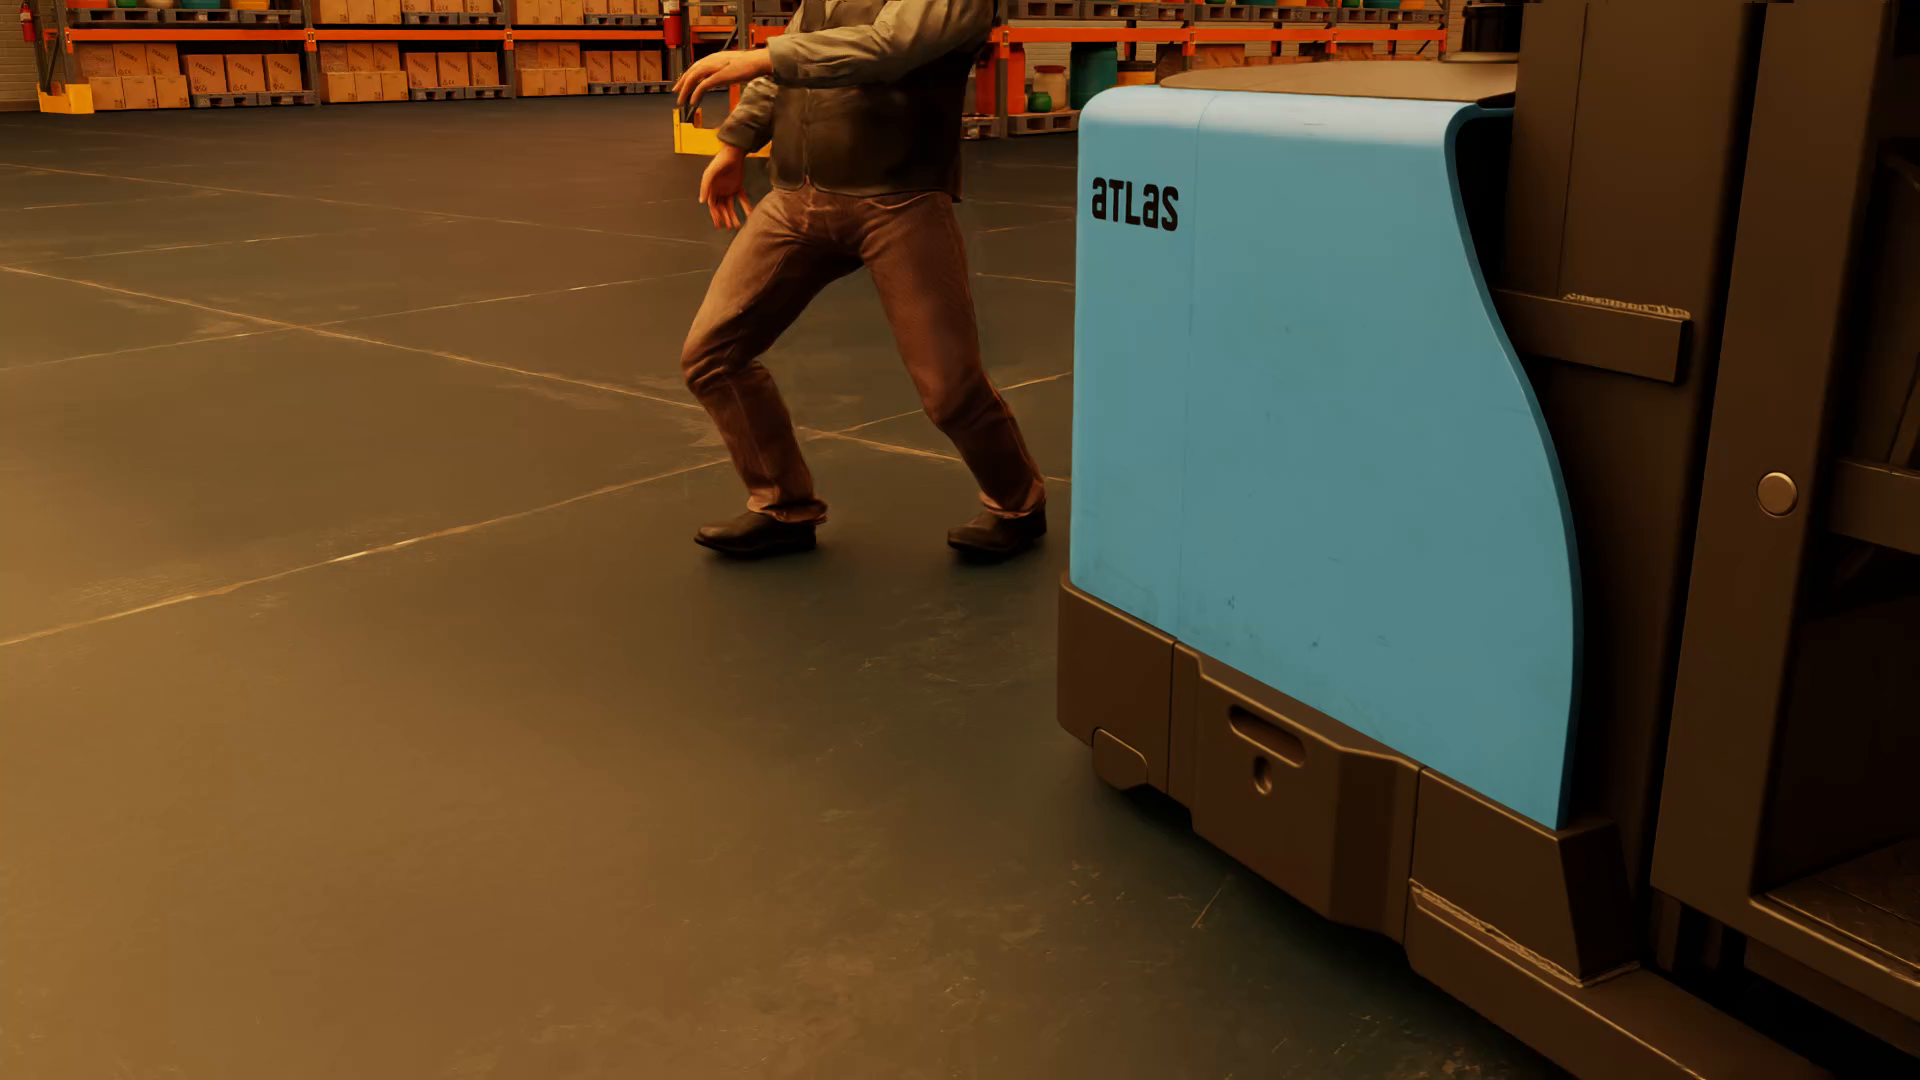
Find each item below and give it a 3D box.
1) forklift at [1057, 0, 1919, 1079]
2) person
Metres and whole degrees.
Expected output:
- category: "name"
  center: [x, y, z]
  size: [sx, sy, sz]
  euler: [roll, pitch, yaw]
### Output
- category: "forklift"
  center: [1.319, -0.743, 1.344]
  size: [1.130, 2.935, 3.031]
  euler: [-9, 19, -28]
- category: "person"
  center: [-0.294, -0.730, 3.583]
  size: [0.758, 1.608, 0.842]
  euler: [12, 21, 35]
